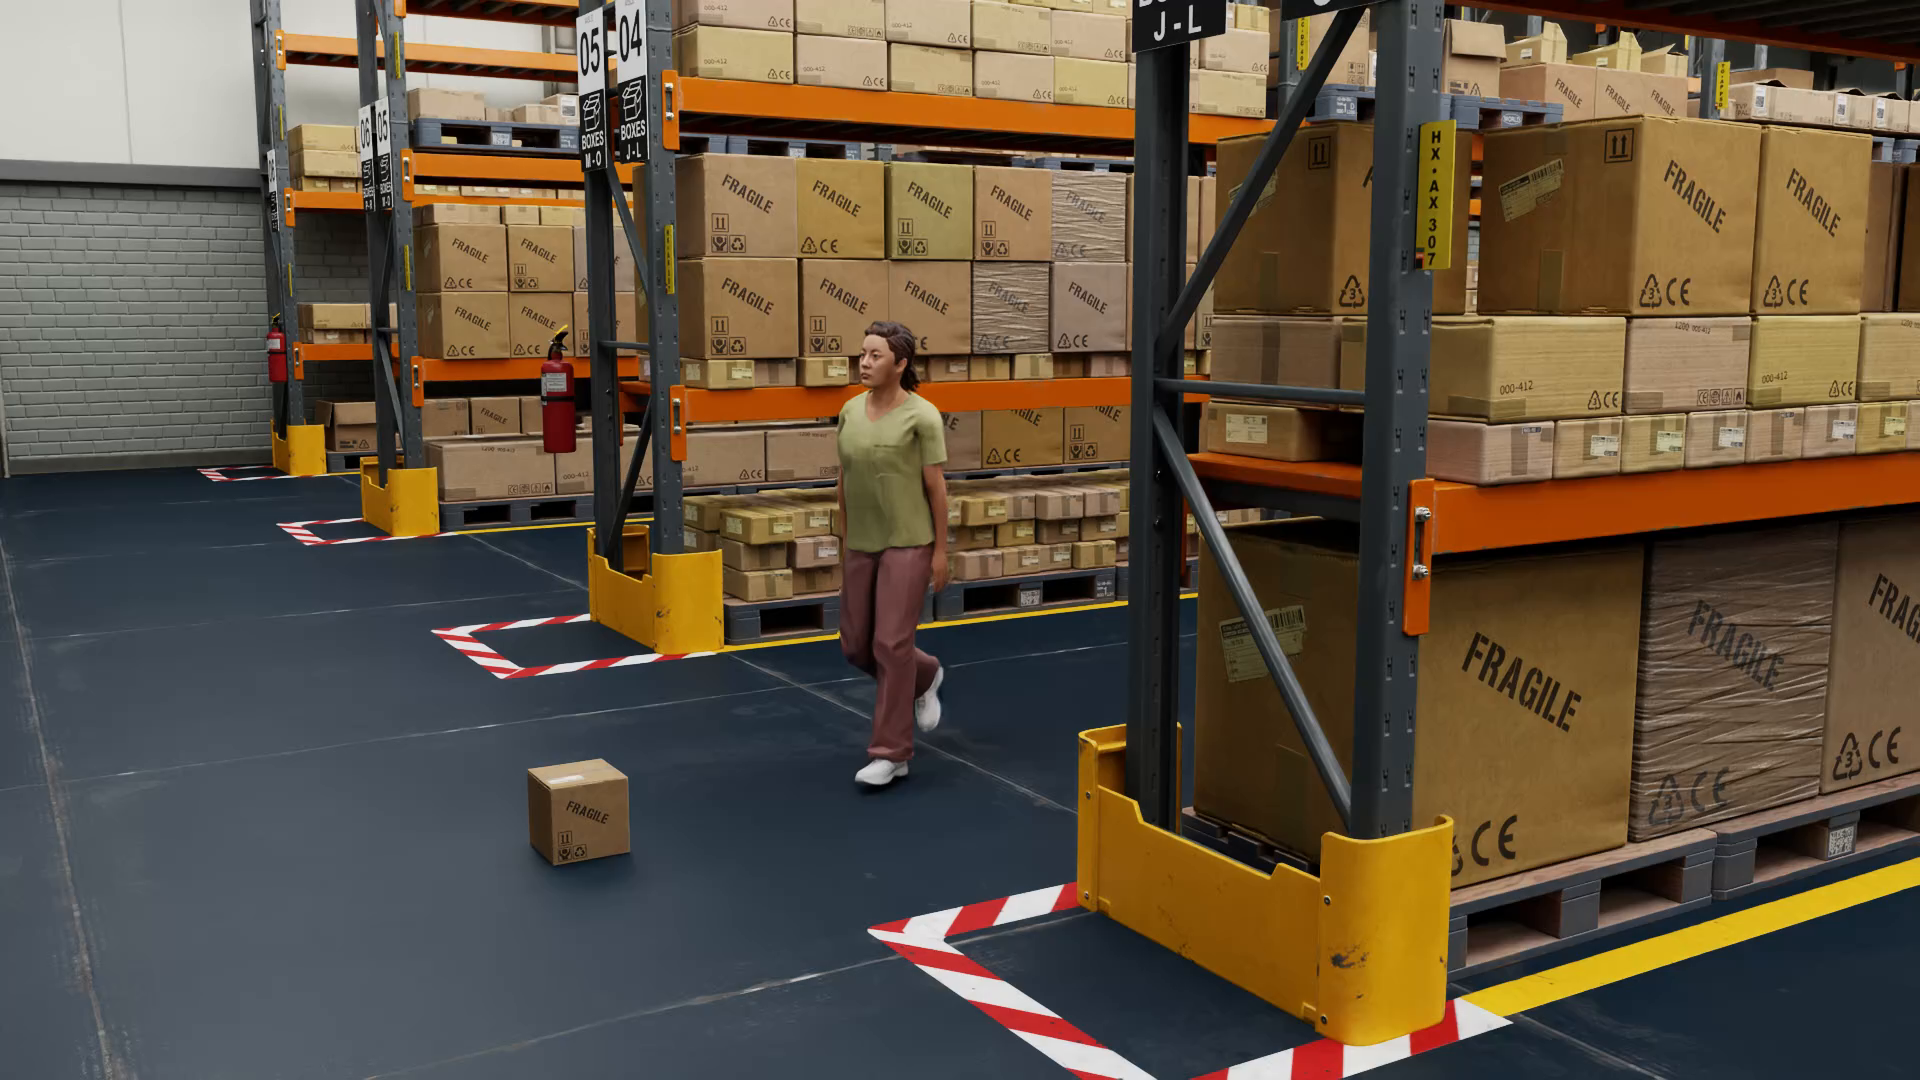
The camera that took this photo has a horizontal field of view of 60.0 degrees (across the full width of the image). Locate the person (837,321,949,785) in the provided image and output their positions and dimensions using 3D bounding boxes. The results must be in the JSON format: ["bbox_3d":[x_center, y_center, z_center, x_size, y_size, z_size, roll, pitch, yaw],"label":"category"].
[{"bbox_3d":[-0.233,0.024,6.132,0.467,1.654,0.732,5,10,30],"label":"person"}]
